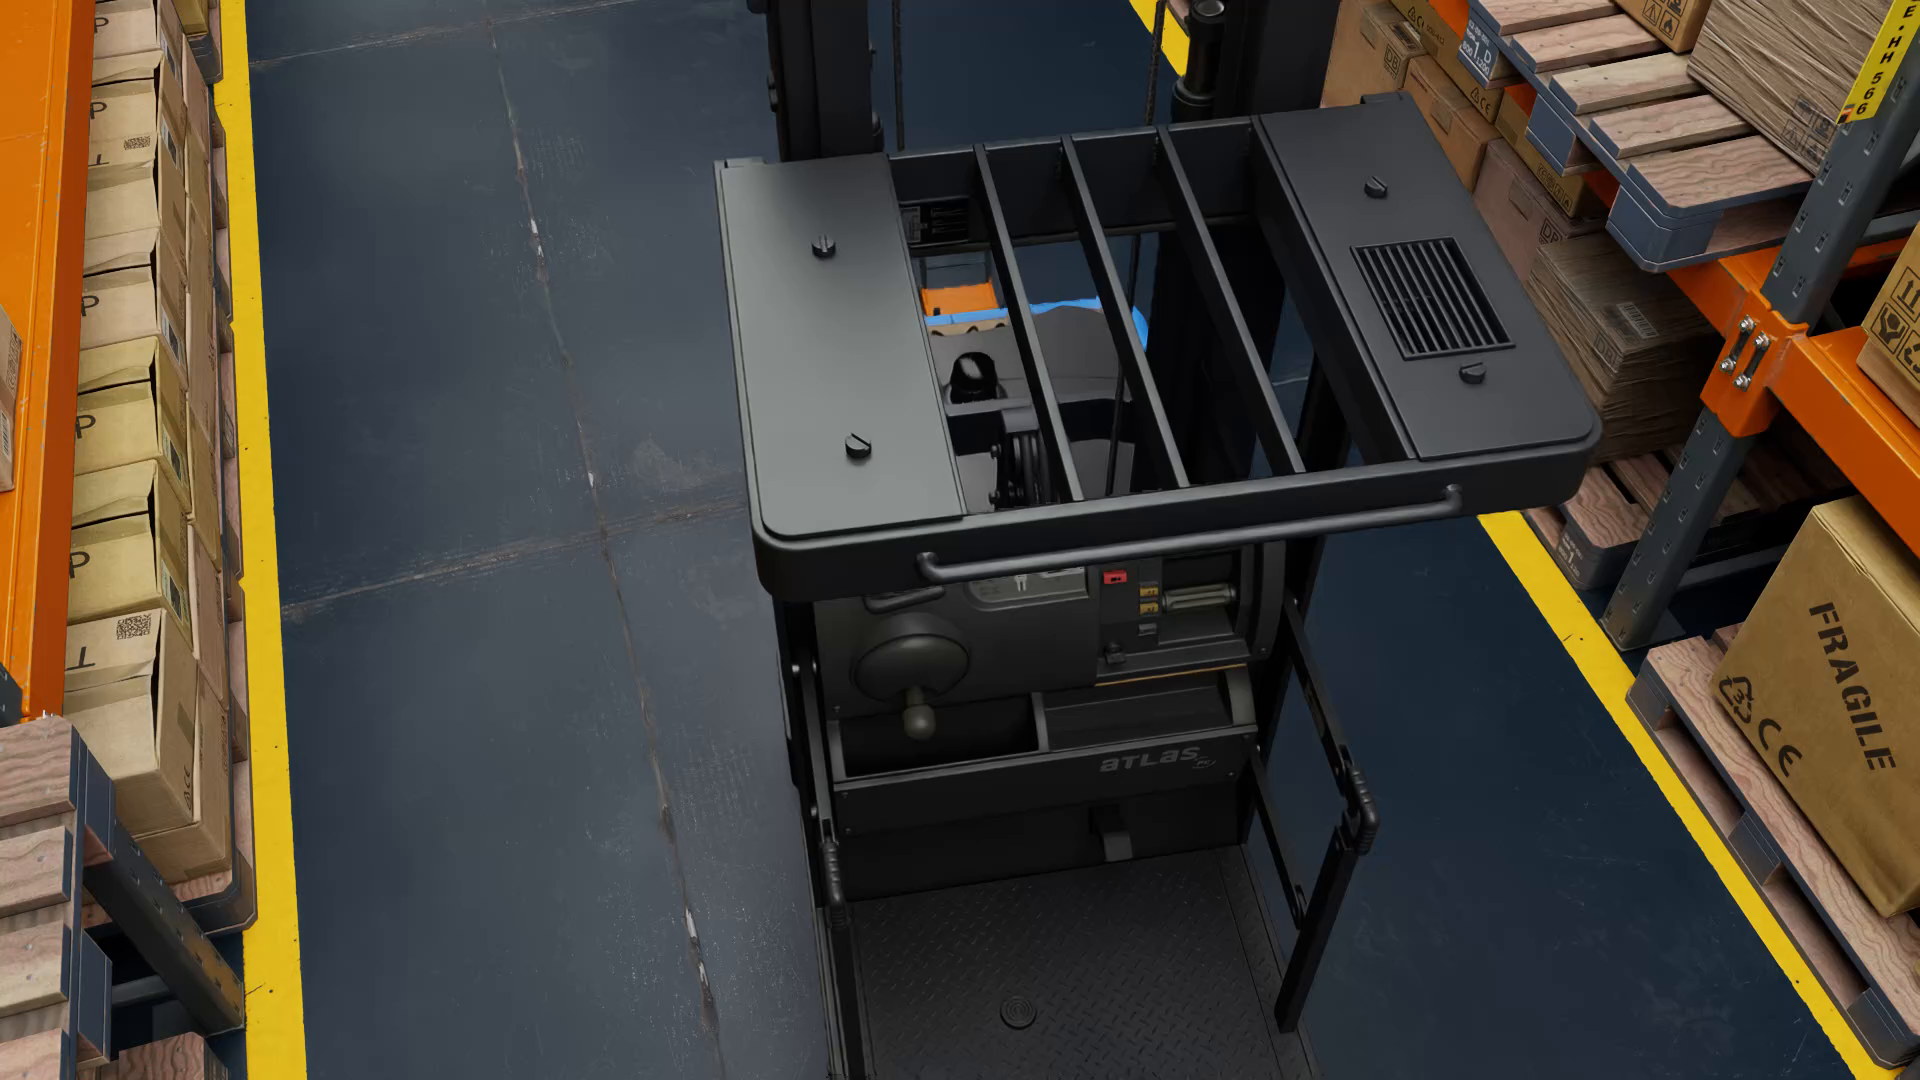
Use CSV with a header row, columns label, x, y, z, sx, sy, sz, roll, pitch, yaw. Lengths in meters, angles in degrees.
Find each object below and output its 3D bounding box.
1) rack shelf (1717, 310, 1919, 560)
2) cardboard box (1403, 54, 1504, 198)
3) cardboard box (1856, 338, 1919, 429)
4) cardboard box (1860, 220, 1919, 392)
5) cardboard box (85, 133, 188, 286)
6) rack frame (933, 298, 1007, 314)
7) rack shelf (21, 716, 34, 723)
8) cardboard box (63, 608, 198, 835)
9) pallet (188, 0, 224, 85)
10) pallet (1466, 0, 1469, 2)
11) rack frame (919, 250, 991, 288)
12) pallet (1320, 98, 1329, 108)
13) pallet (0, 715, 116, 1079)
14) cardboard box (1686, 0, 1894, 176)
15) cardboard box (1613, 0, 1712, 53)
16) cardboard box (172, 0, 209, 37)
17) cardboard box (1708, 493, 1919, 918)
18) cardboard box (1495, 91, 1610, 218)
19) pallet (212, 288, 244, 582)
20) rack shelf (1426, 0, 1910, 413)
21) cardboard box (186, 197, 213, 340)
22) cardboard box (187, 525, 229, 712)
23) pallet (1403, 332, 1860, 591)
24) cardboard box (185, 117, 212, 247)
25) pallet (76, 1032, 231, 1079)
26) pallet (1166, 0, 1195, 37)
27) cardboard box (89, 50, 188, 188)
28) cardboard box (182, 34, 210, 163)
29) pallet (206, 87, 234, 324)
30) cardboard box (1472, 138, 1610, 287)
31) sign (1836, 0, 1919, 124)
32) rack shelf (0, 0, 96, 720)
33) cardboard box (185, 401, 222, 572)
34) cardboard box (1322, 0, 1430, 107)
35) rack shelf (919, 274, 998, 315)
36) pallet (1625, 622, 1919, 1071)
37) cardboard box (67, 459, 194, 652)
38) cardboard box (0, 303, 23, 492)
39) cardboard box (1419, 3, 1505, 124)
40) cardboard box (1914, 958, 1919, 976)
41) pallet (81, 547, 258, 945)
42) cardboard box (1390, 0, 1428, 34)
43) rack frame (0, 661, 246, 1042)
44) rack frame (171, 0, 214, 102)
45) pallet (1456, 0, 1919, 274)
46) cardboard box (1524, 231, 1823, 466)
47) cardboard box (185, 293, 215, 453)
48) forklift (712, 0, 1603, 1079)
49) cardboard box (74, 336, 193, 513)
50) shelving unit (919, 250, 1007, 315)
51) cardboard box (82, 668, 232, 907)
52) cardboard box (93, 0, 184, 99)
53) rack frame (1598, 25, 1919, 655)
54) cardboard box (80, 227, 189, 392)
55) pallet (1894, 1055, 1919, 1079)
label,x,y,z,sx,sy,sz,roll,pitch,yaw
rack shelf,3.020,0.908,2.993,1.077,0.370,4.000,-13,51,-11
cardboard box,1.951,-1.393,5.810,0.700,0.500,0.500,-14,51,-11
cardboard box,2.305,-0.417,3.791,0.380,0.149,0.250,-14,51,-12
cardboard box,2.328,-0.506,3.442,0.500,0.500,0.500,-12,51,-10
cardboard box,-2.786,-1.038,5.320,0.500,0.311,0.500,-13,51,-11
rack frame,0.028,-0.291,4.808,0.200,1.050,0.008,-7,50,-6
rack shelf,-1.711,2.031,2.046,1.077,0.370,4.000,-13,51,-11
cardboard box,-2.176,0.460,4.057,0.500,0.311,0.500,-12,51,-10
pallet,-3.680,-2.274,7.029,1.003,0.211,1.213,-13,51,-11
pallet,1.804,-2.159,5.234,1.003,0.211,1.213,-13,51,-11
rack frame,-0.013,-0.475,4.963,0.200,1.050,0.008,-7,50,-6
pallet,1.842,-1.346,6.247,1.003,0.211,1.213,-13,51,-11
pallet,-2.035,0.880,2.672,1.213,0.211,1.003,-13,51,-11
cardboard box,2.280,-1.299,4.030,0.700,0.500,0.500,-19,52,-15
cardboard box,2.089,-1.701,4.369,0.700,0.500,0.500,-18,52,-14
cardboard box,-3.333,-2.239,6.700,0.500,0.250,0.500,-13,51,-11
cardboard box,2.521,0.340,4.133,0.750,0.750,0.750,-14,51,-11
cardboard box,2.058,-1.307,5.246,0.500,0.250,0.500,-12,51,-10
pallet,-2.865,-0.262,5.333,1.003,0.211,1.213,-13,51,-11
rack shelf,1.837,-2.013,5.456,1.077,0.370,4.000,-13,51,-11
cardboard box,-2.786,-0.851,5.529,0.500,0.250,0.500,-12,51,-10
cardboard box,-2.326,0.274,4.581,0.500,0.250,0.500,-15,51,-12
pallet,2.199,-0.456,5.497,1.003,0.211,1.213,-13,51,-11
cardboard box,-2.938,-1.225,5.844,0.500,0.250,0.500,-14,51,-12
pallet,-2.117,1.791,3.602,1.003,0.211,1.213,-13,51,-11
pallet,1.478,-2.239,6.999,1.003,0.211,1.213,-13,51,-11
cardboard box,-2.932,-1.403,5.628,0.500,0.311,0.500,-12,51,-10
cardboard box,-3.085,-1.595,6.156,0.500,0.250,0.500,-14,51,-11
pallet,-3.230,-1.155,6.085,1.003,0.211,1.213,-13,51,-11
cardboard box,2.125,-1.037,5.509,0.700,0.500,0.500,-13,51,-11
sign,1.913,-1.002,3.428,0.100,0.325,0.005,-13,51,-11
rack shelf,-2.894,-0.890,4.509,1.077,0.370,4.000,-13,51,-11
cardboard box,-2.485,-0.105,4.900,0.500,0.250,0.500,-15,51,-12
cardboard box,1.793,-1.760,6.119,0.700,0.500,0.500,-13,51,-11
rack shelf,0.007,-0.559,4.677,0.215,0.259,0.240,-7,50,-6
pallet,2.590,0.707,4.516,1.003,0.211,1.213,-13,51,-11
cardboard box,-2.340,0.078,4.379,0.500,0.311,0.500,-14,51,-12
cardboard box,-2.382,-0.330,3.624,0.500,0.311,0.500,-14,51,-11
cardboard box,1.901,-1.681,5.562,0.500,0.250,0.500,-14,51,-11
cardboard box,2.774,0.981,3.592,0.750,0.750,0.750,-14,51,-11
pallet,-2.508,0.627,4.583,1.003,0.211,1.213,-13,51,-11
cardboard box,1.771,-2.050,5.873,0.500,0.250,0.500,-15,51,-12
rack frame,-2.302,0.339,3.003,1.000,3.000,0.127,-13,51,-11
rack frame,-3.485,-2.583,5.466,1.000,3.000,0.127,-13,51,-11
pallet,2.116,-1.219,4.441,1.213,0.211,1.003,-13,51,-11
cardboard box,2.166,-0.634,5.170,0.700,0.500,0.500,-13,51,-10
cardboard box,-2.637,-0.479,5.216,0.500,0.250,0.500,-12,51,-10
forklift,0.216,0.262,3.112,1.130,2.935,3.031,-7,50,-6
cardboard box,-2.488,-0.295,4.694,0.500,0.311,0.500,-15,51,-12
shelving unit,0.007,-0.383,4.886,0.215,1.050,0.252,-7,50,-6
cardboard box,-2.176,0.641,4.272,0.500,0.250,0.500,-13,51,-11
cardboard box,-3.091,-1.782,5.947,0.500,0.311,0.500,-13,51,-11
rack frame,2.429,-0.784,3.949,1.000,3.000,0.127,-13,51,-11
cardboard box,-2.641,-0.670,5.010,0.500,0.311,0.500,-14,51,-11
pallet,2.947,1.597,3.766,1.003,0.211,1.213,-13,51,-11
